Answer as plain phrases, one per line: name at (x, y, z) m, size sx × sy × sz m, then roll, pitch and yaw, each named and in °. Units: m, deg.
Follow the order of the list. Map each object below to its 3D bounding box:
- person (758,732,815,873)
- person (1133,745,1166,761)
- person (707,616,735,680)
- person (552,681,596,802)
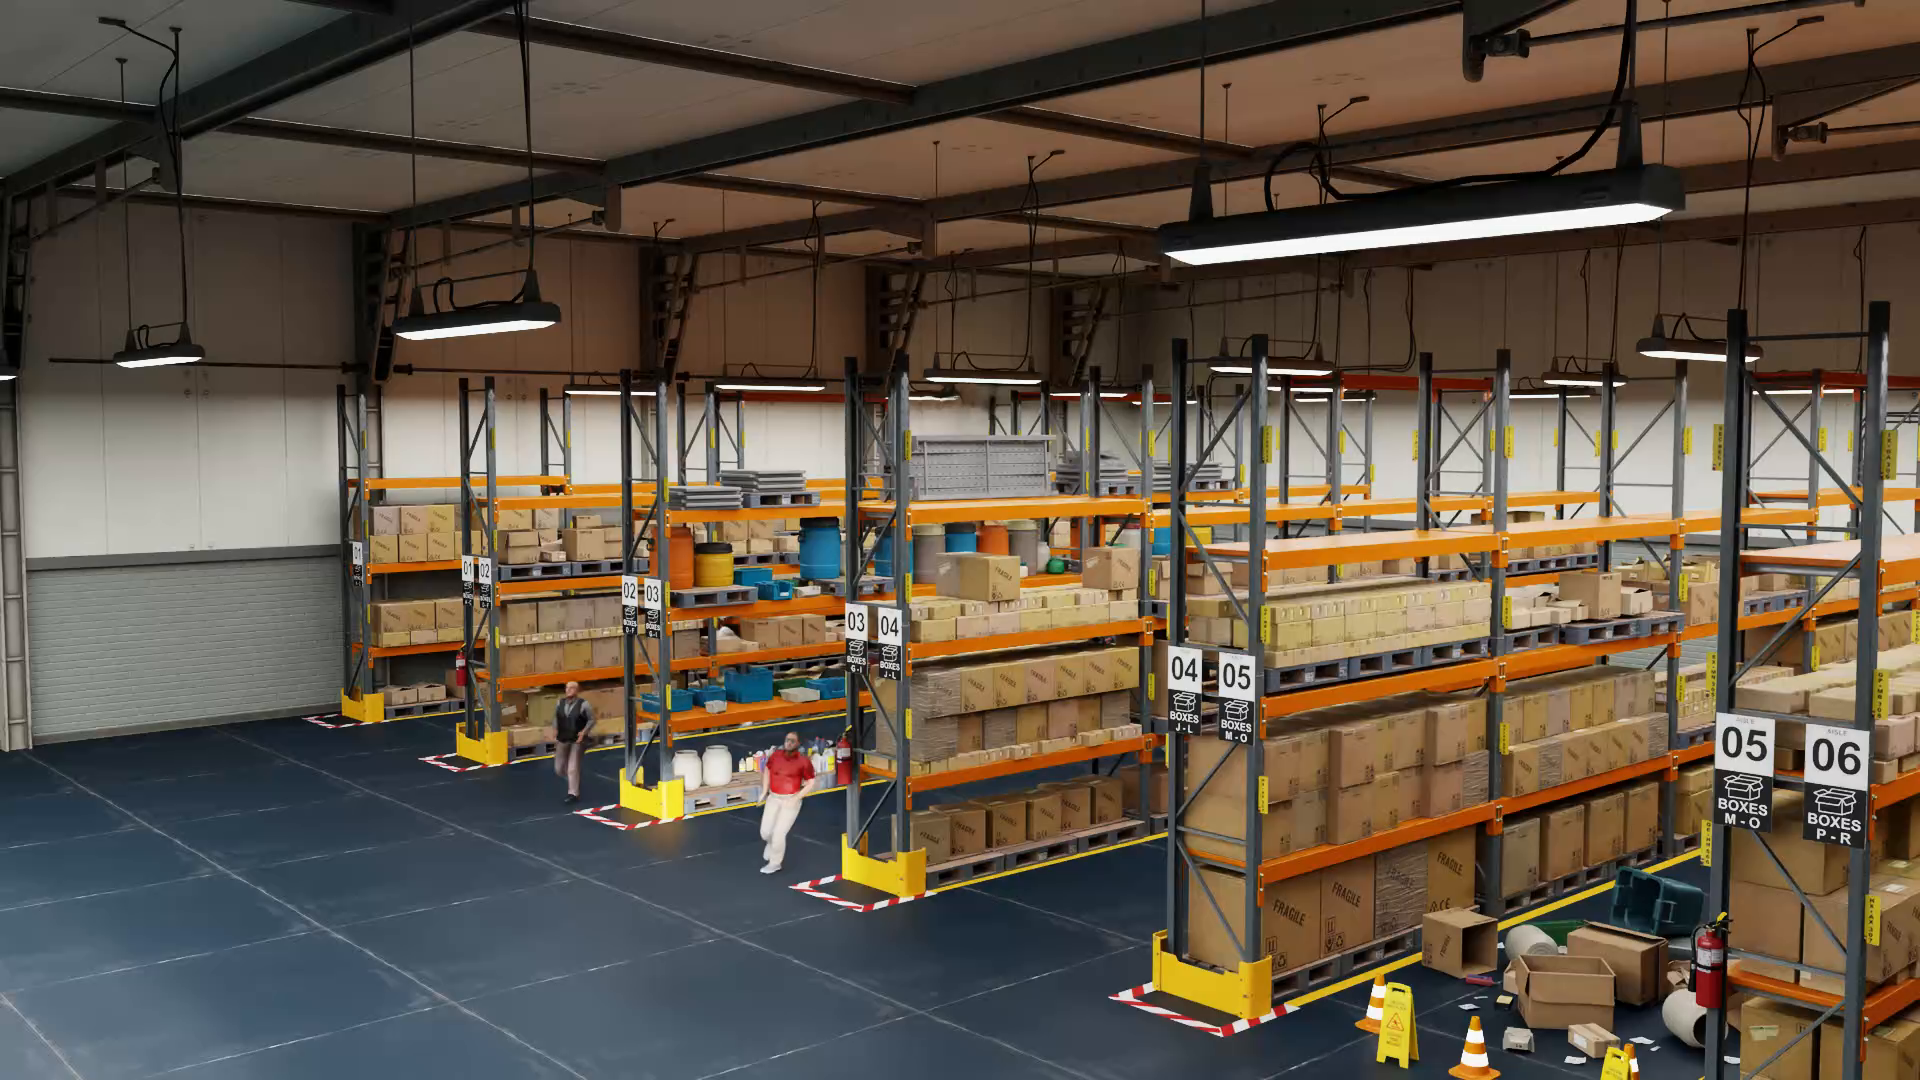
person at (-2.044, 3.065, 19.423) m, size 0.696 × 1.650 × 0.542 m, roll 1°, pitch 4°, yaw 16°
person at (3.097, 2.653, 26.273) m, size 0.507 × 1.634 × 0.898 m, roll 3°, pitch 5°, yaw 38°
person at (-4.604, 2.234, 31.366) m, size 0.677 × 1.739 × 0.583 m, roll 3°, pitch 5°, yaw 41°
person at (-5.401, 2.801, 23.208) m, size 0.646 × 1.677 × 0.580 m, roll 1°, pitch 4°, yaw 9°
